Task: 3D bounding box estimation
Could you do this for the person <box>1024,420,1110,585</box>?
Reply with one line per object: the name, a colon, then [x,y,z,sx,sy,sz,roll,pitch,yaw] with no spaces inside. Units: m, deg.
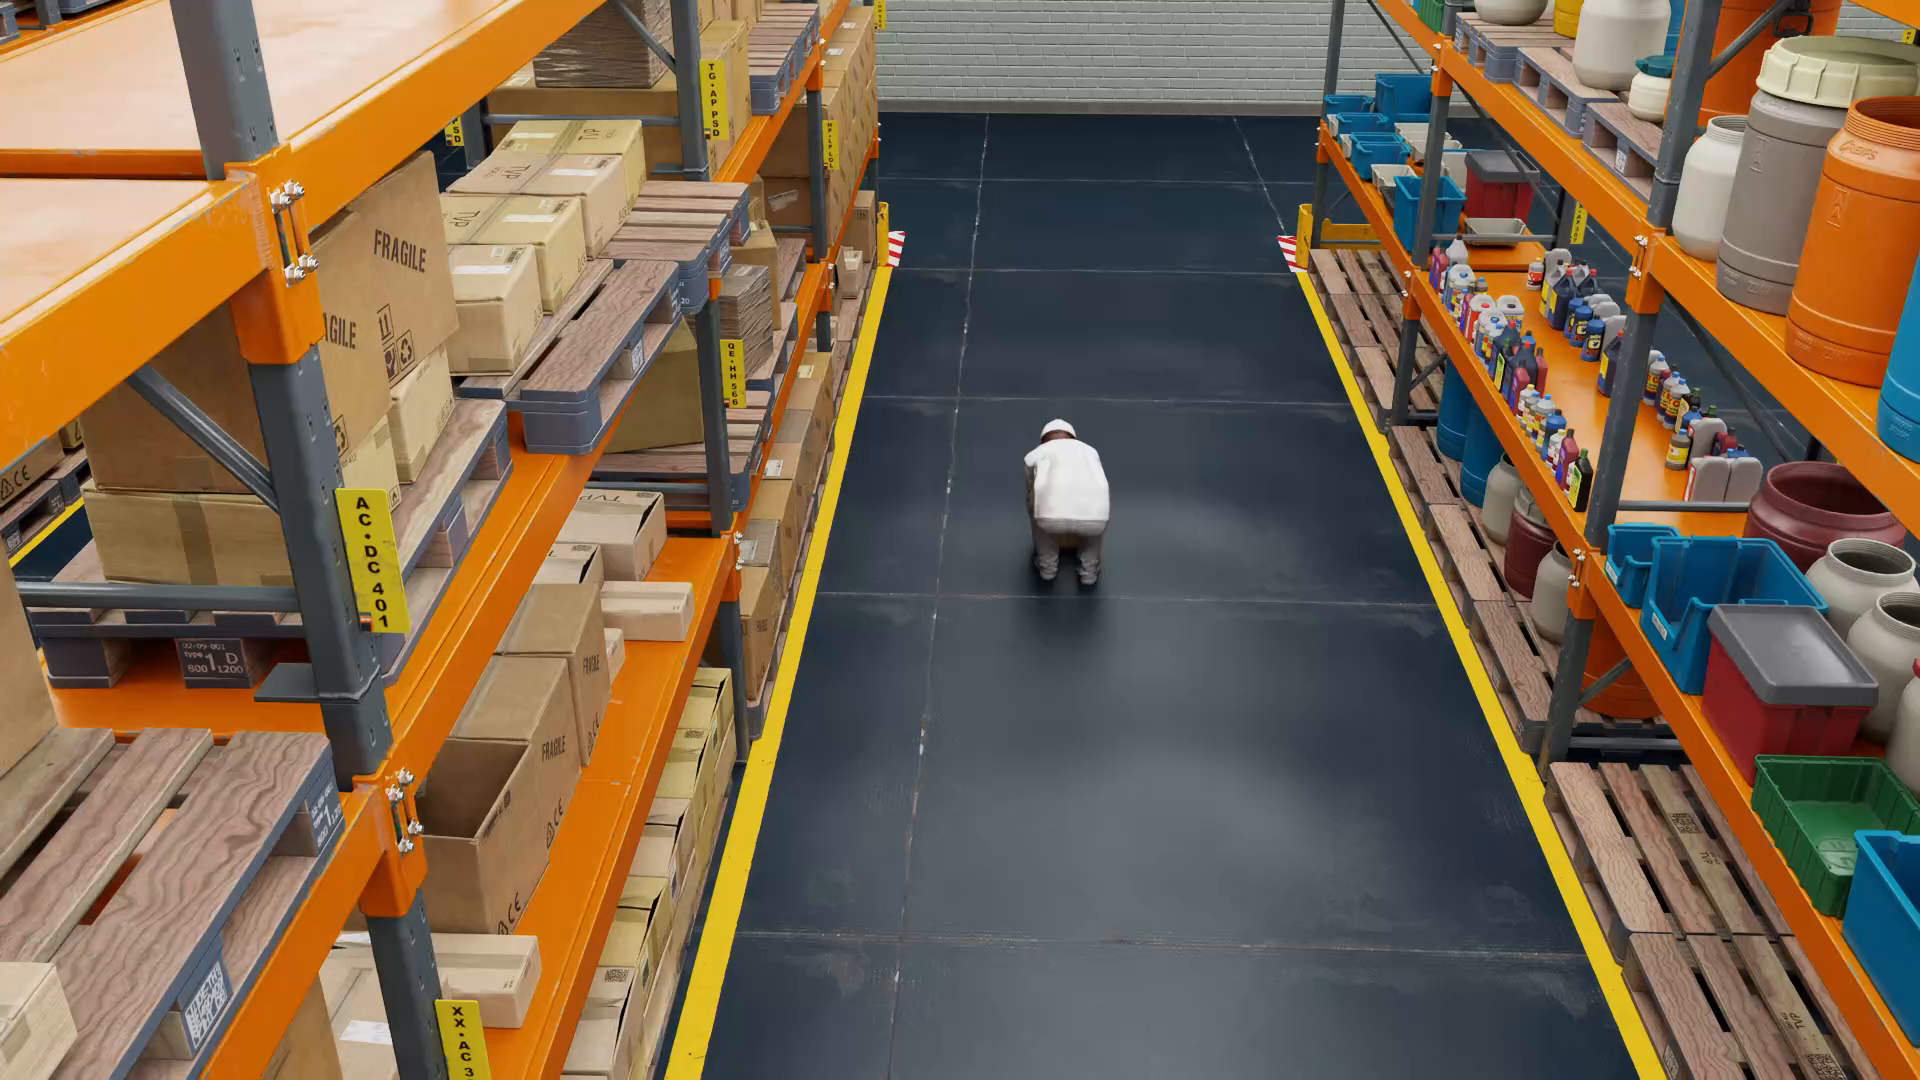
person: [0.641,-0.214,10.092,0.507,0.791,0.986,0,28,1]
